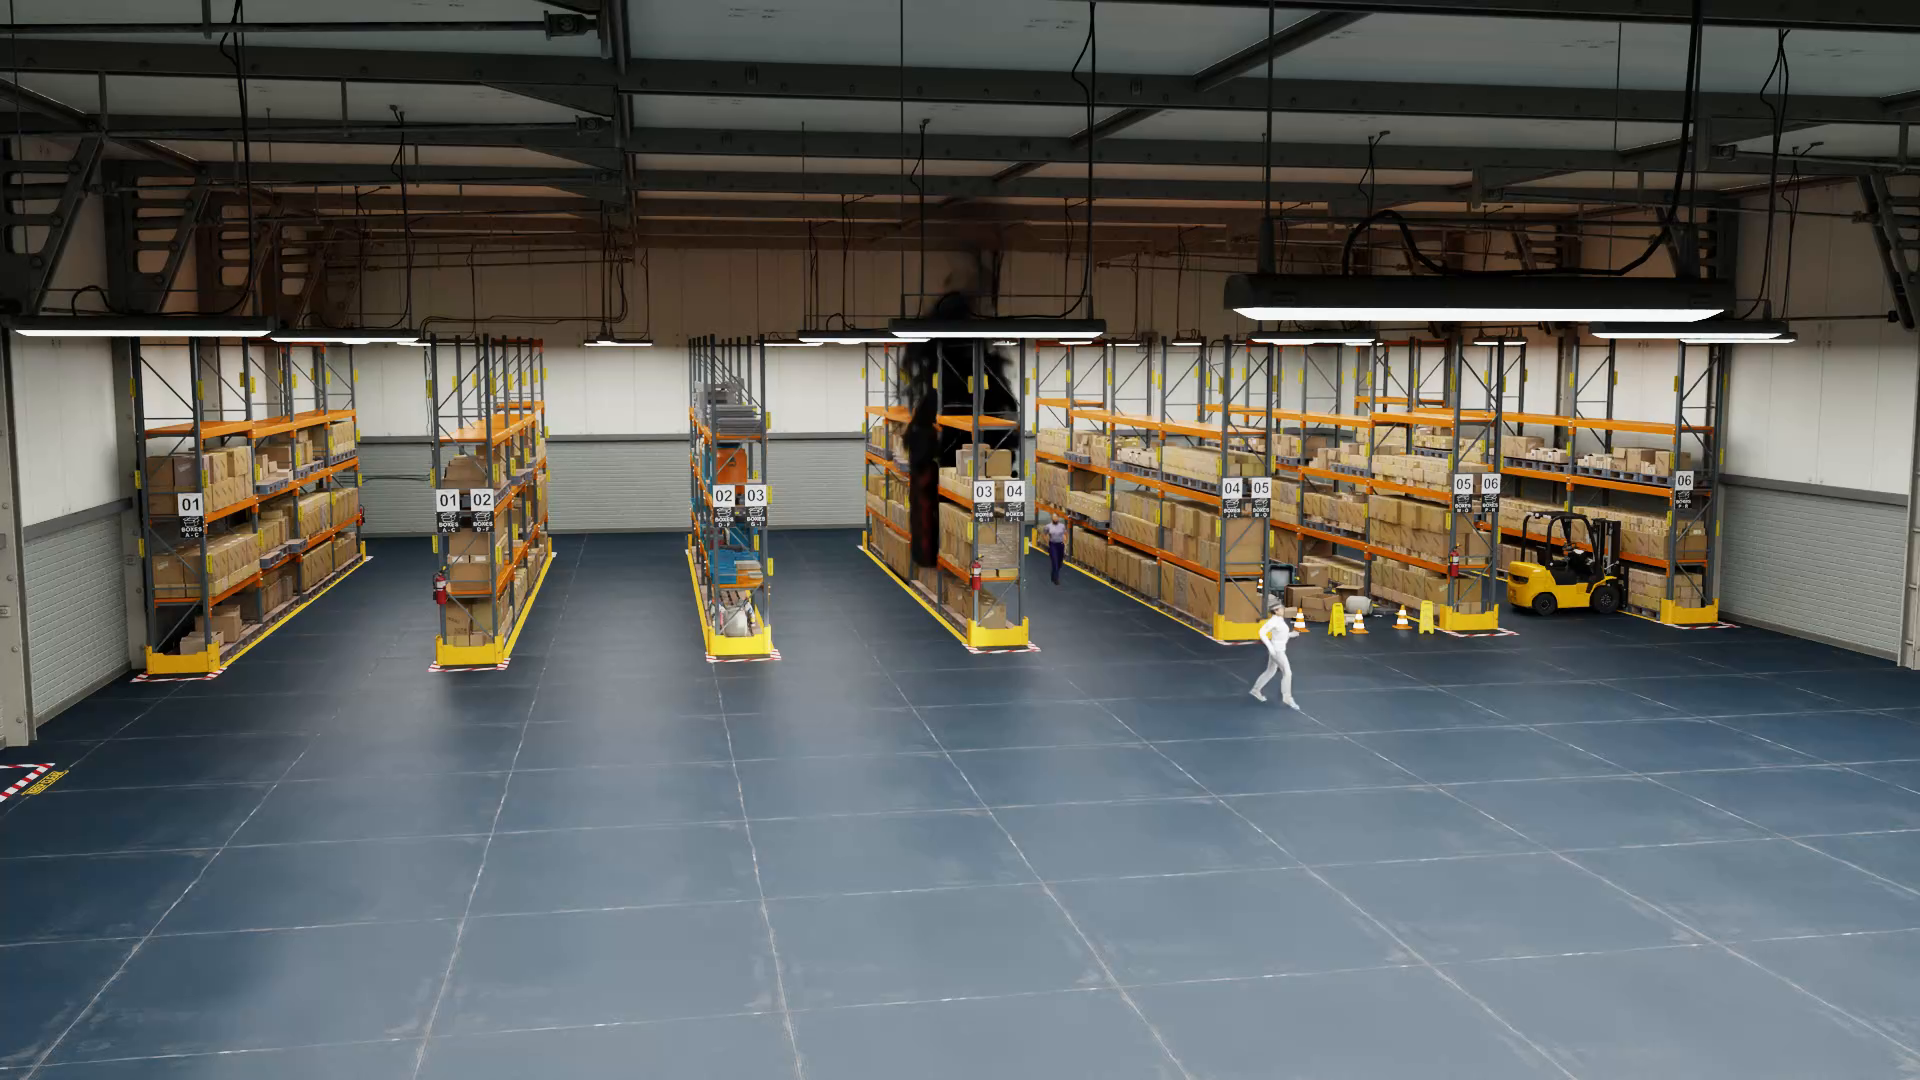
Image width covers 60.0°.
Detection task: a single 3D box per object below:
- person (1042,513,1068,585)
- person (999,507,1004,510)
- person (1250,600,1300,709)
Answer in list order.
[{"bbox_3d":[2.235,0.196,38.829,0.602,1.638,0.652,-1,7,-12],"label":"person"},{"bbox_3d":[1.067,-0.570,47.396,0.742,1.778,0.993,0,7,-3],"label":"person"},{"bbox_3d":[5.076,1.819,26.710,0.788,1.742,0.587,2,7,17],"label":"person"}]
